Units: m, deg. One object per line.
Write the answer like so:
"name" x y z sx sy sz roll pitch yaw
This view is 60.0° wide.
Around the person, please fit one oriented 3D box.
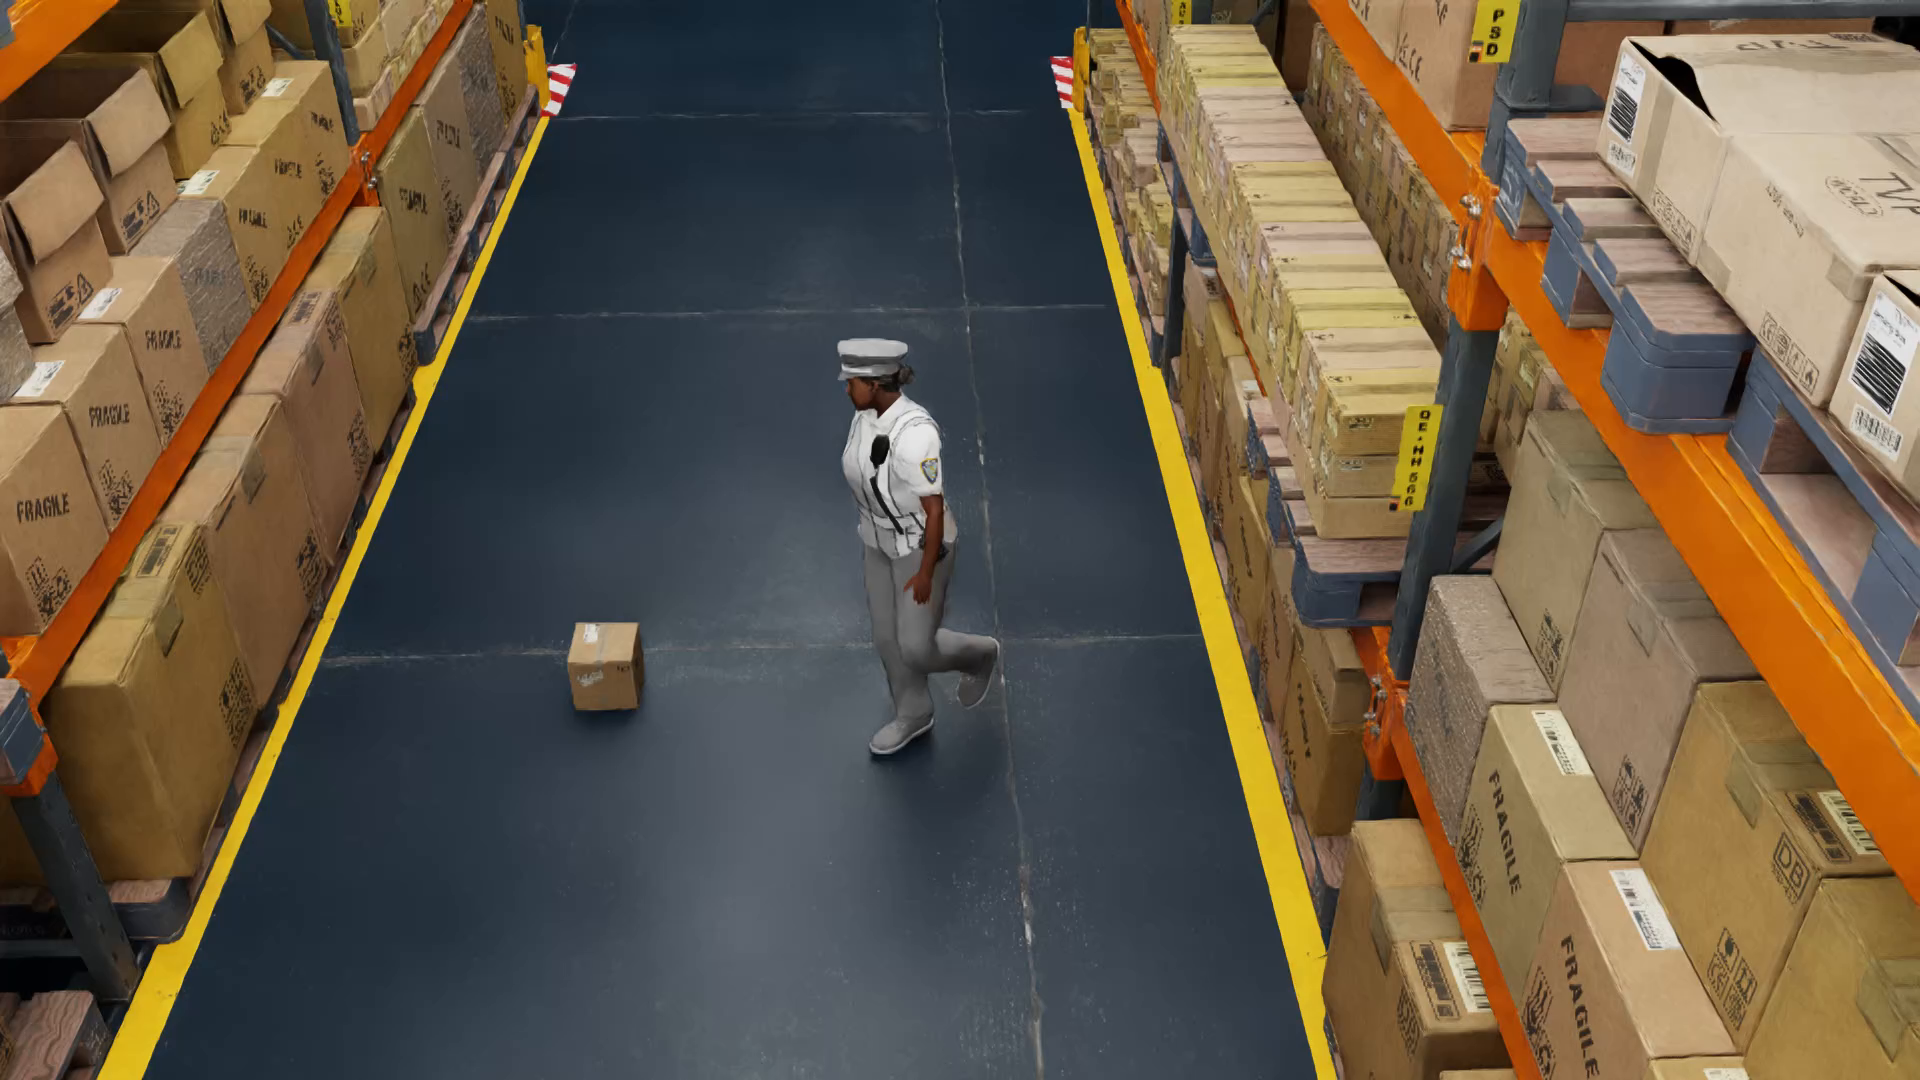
"person" -0.178 0.010 6.148 0.578 1.633 0.521 -25 42 -31
